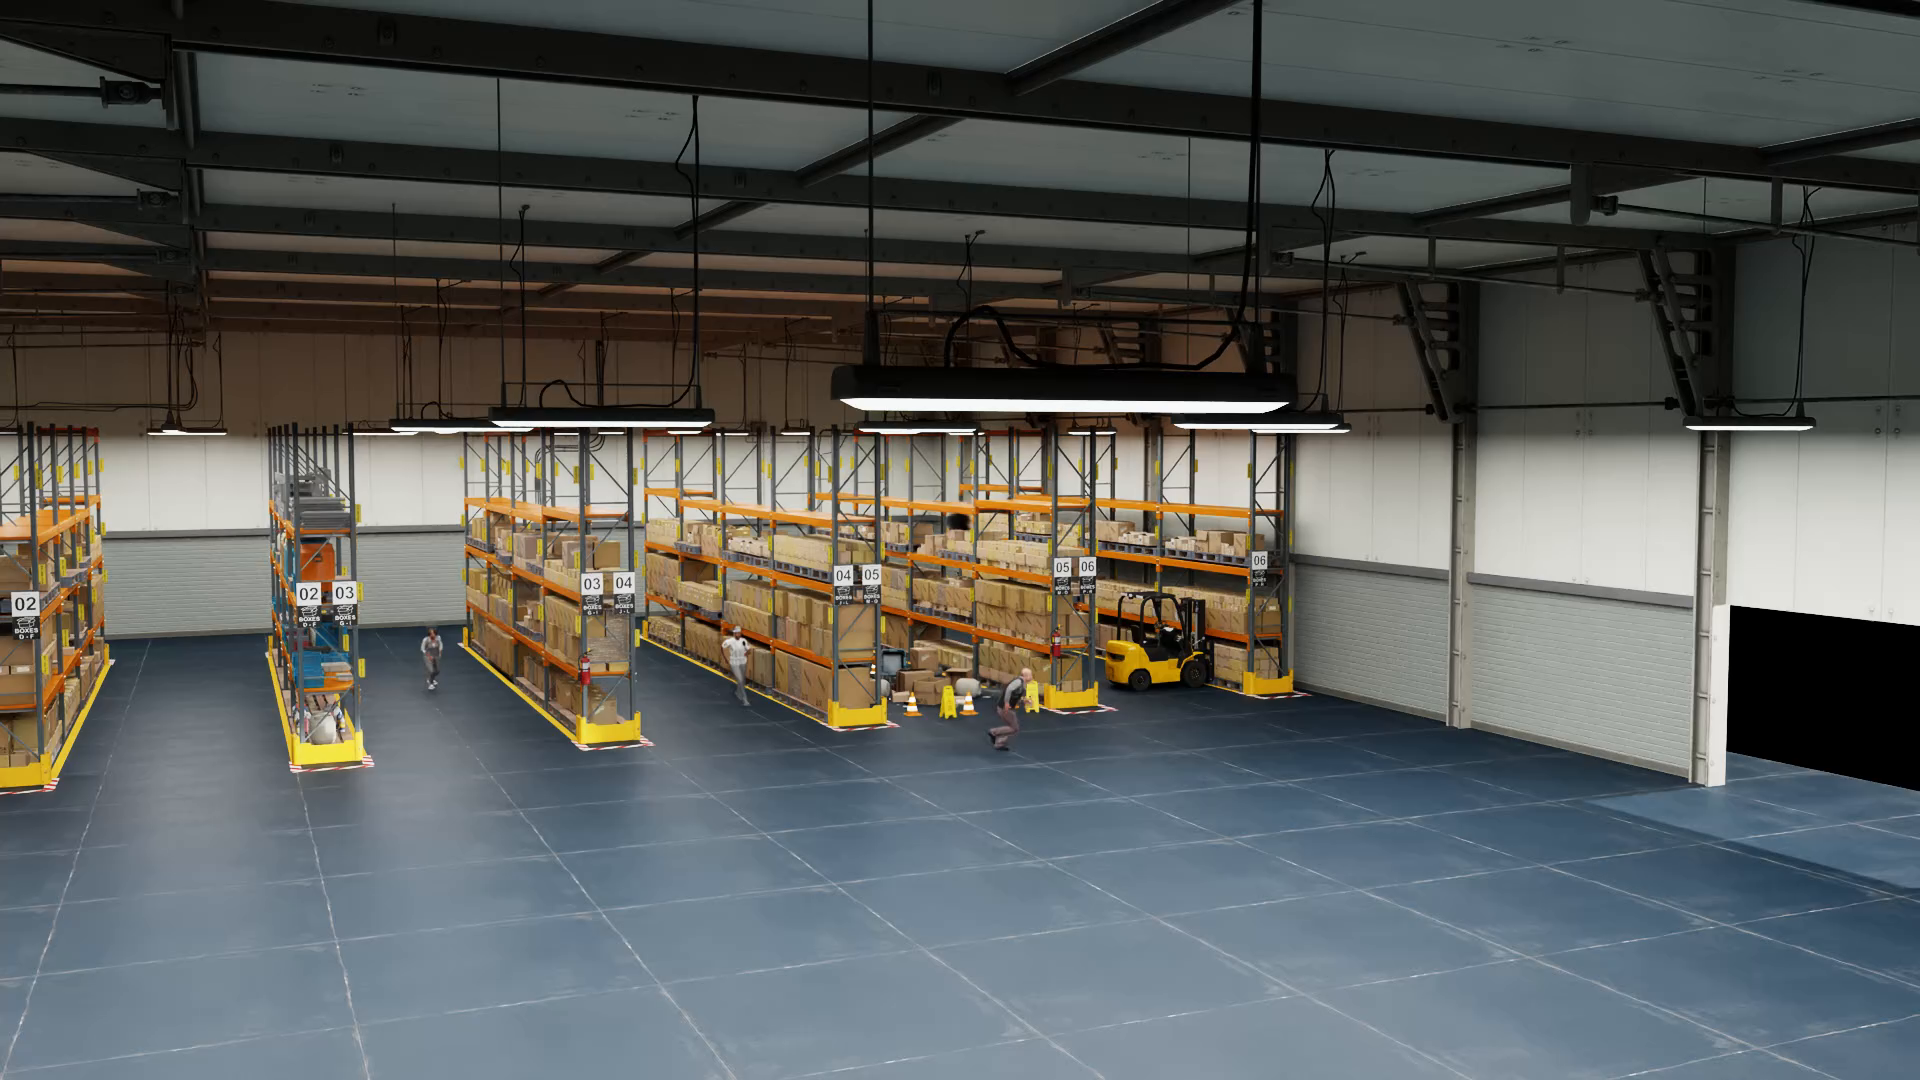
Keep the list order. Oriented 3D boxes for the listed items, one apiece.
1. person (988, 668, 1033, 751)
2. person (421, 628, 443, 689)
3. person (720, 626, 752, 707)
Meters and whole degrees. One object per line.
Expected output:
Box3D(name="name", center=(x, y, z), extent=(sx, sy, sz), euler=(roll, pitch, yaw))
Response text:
Box3D(name="person", center=(0.919, 3.109, 30.365), extent=(0.826, 1.533, 0.679), euler=(0, 3, 4))
Box3D(name="person", center=(-12.049, 2.688, 37.884), extent=(0.522, 1.442, 0.805), euler=(-3, 5, -40))
Box3D(name="person", center=(-4.794, 2.696, 35.756), extent=(0.651, 1.726, 0.831), euler=(-2, 4, -29))
